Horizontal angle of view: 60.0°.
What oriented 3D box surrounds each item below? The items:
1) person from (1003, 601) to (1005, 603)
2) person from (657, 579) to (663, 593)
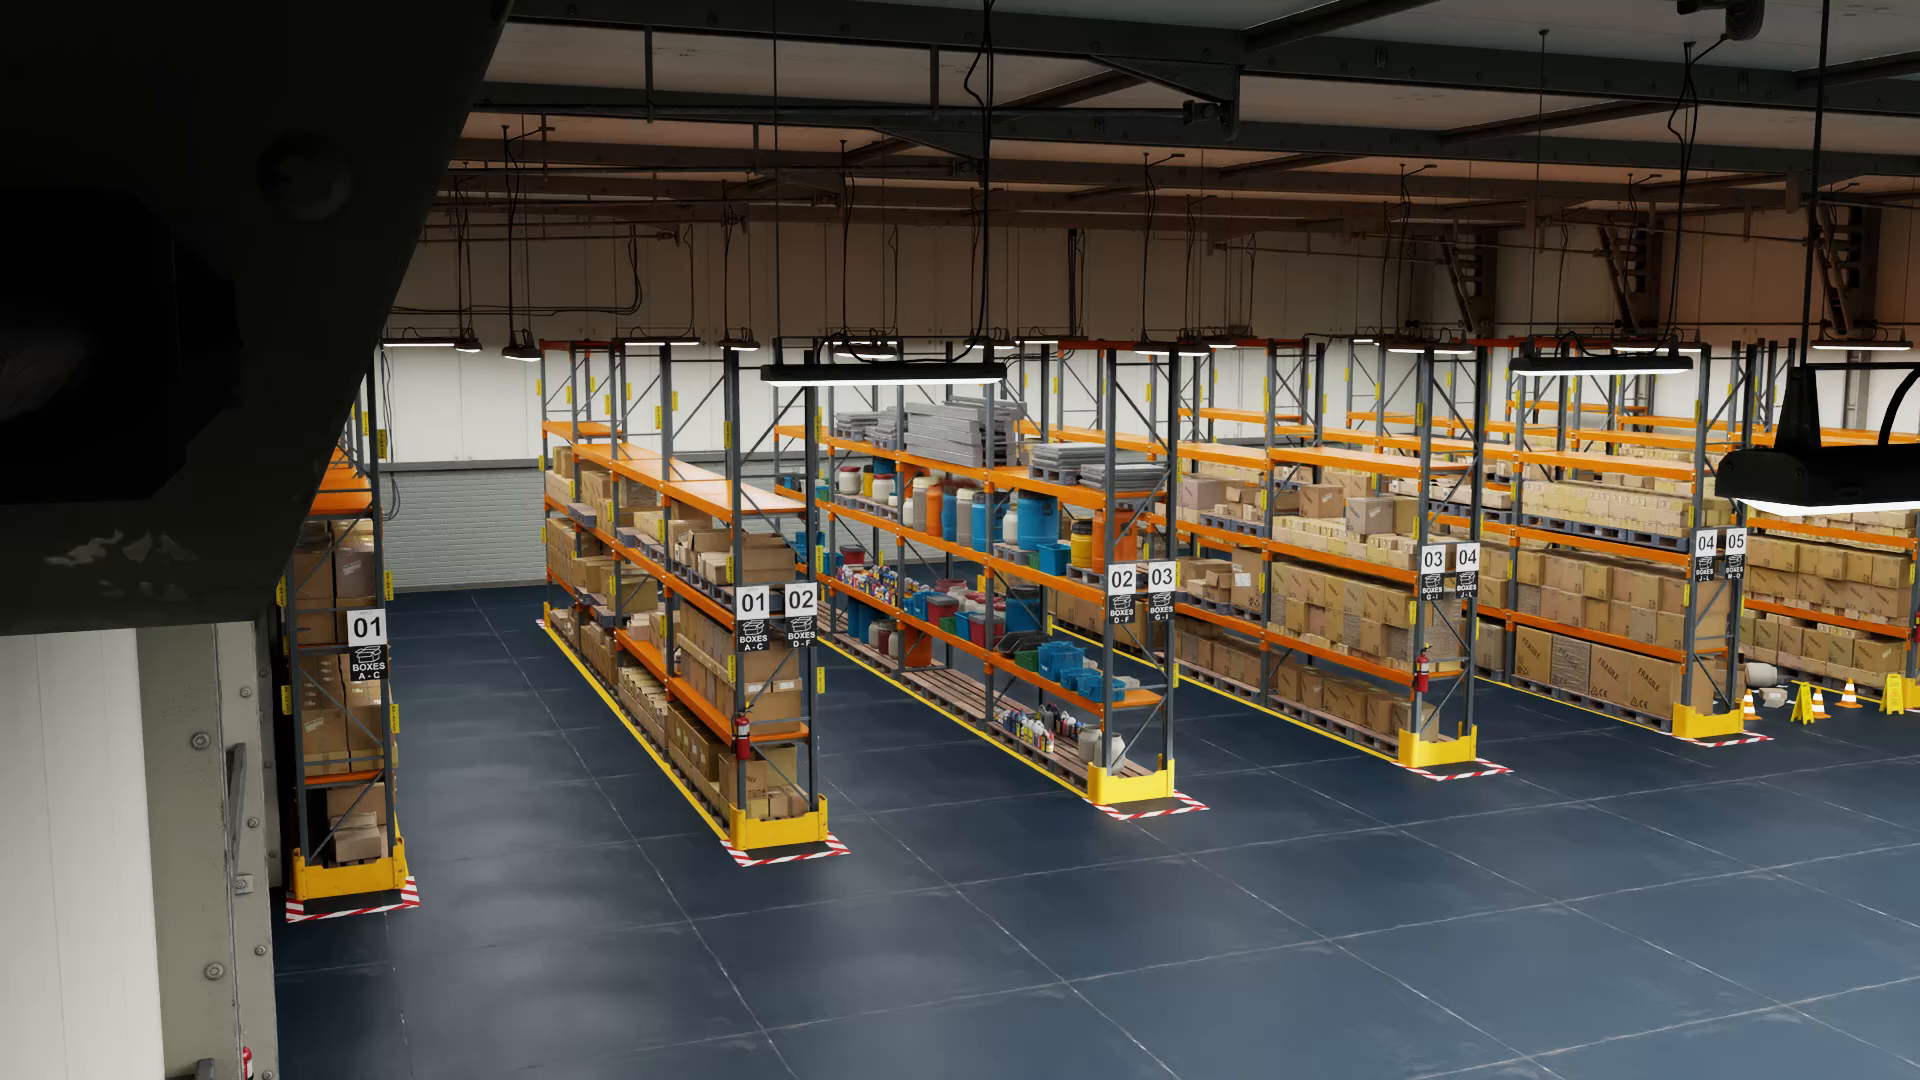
[{"bbox_3d":[0.982,1.589,29.453,0.648,1.583,0.738,-2,8,-13],"label":"person"},{"bbox_3d":[-6.750,0.519,38.859,0.981,1.505,0.396,-2,8,-15],"label":"person"}]
